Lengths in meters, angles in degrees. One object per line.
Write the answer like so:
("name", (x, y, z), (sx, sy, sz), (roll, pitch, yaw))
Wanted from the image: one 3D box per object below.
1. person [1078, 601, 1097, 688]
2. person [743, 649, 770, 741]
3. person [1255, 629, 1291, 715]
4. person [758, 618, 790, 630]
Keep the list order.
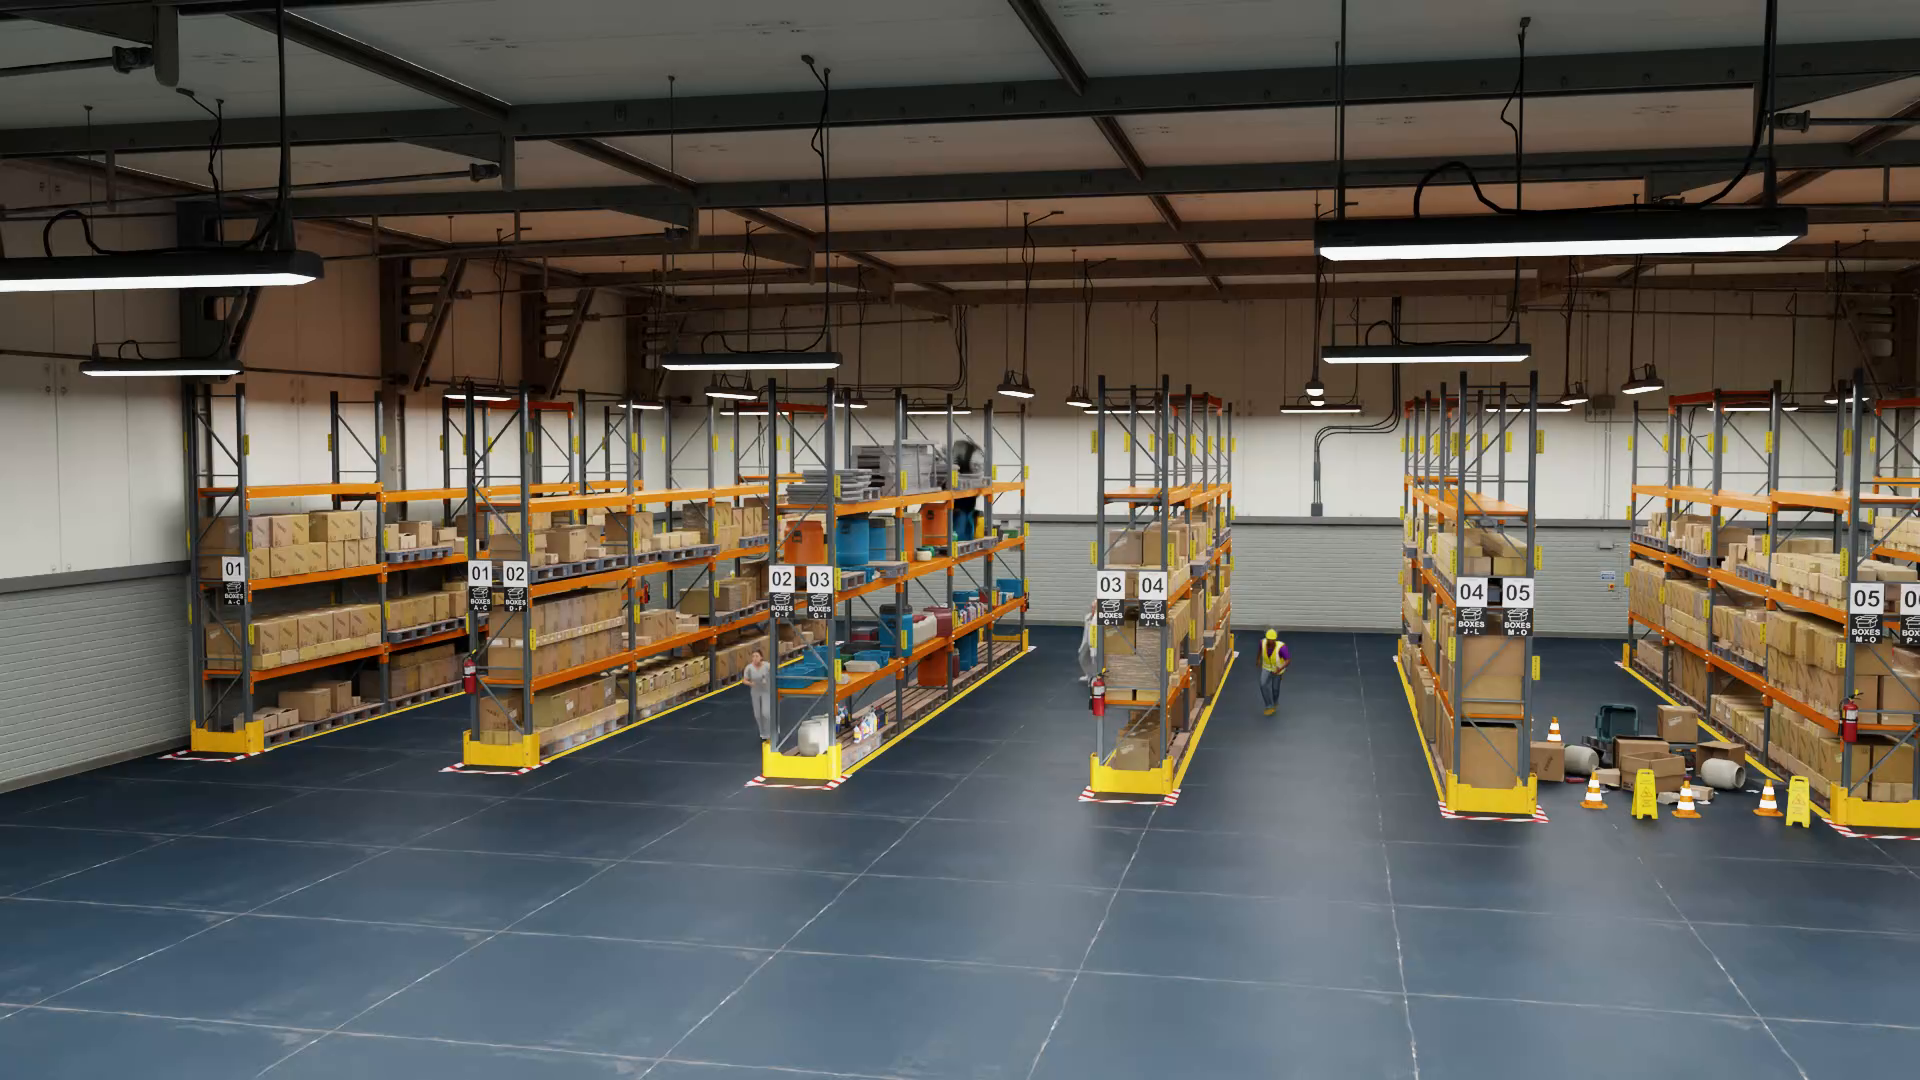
("person", (2.757, 2.162, 34.400), (0.700, 1.809, 0.544), (3, 4, 43))
("person", (-3.337, 2.606, 27.961), (0.565, 1.592, 0.909), (0, 3, 5))
("person", (5.828, 2.412, 30.868), (0.715, 1.595, 1.102), (1, 4, 22))
("person", (-4.781, 1.691, 43.368), (1.024, 1.733, 0.688), (1, 3, 13))
